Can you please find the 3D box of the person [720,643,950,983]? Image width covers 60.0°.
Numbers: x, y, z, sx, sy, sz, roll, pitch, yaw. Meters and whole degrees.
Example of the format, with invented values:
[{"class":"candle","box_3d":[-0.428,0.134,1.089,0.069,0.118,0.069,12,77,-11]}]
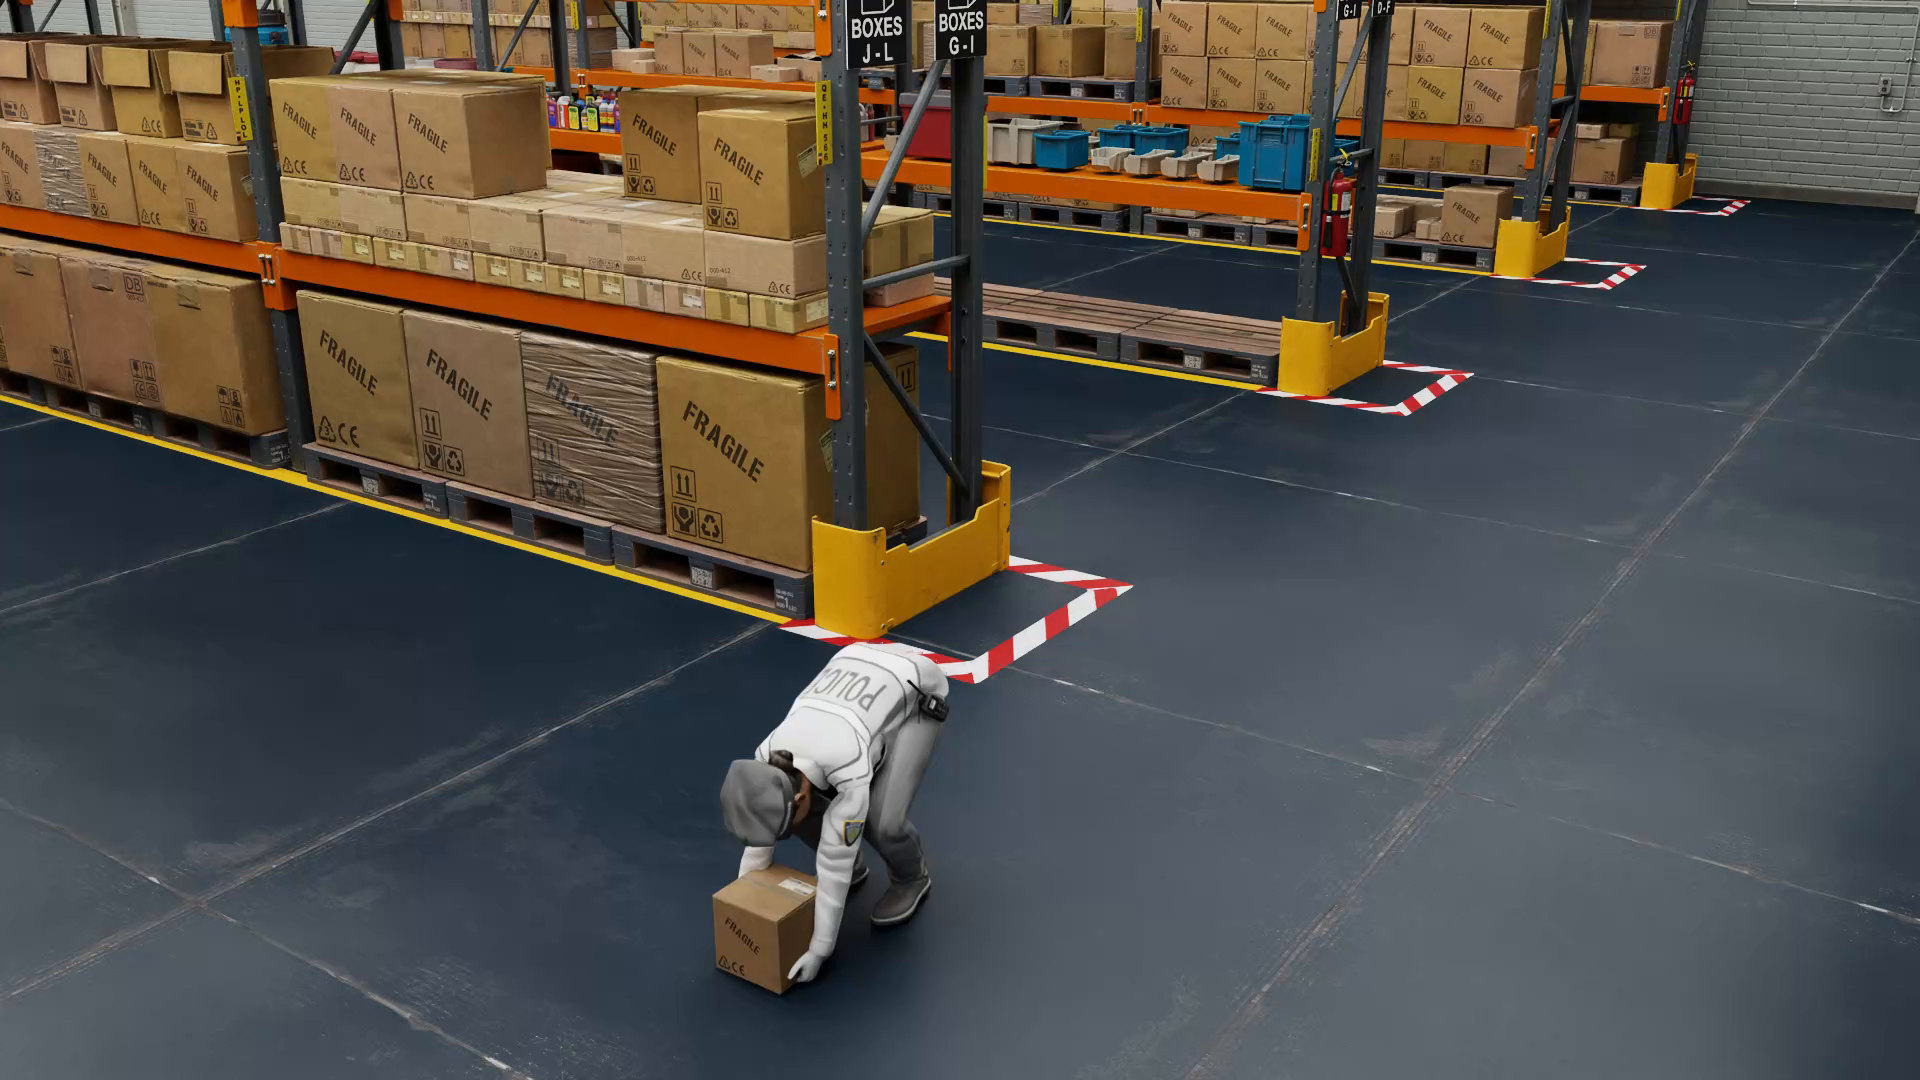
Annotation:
[{"class":"person","box_3d":[-0.365,0.812,5.095,0.461,0.832,0.893,12,23,30]}]
